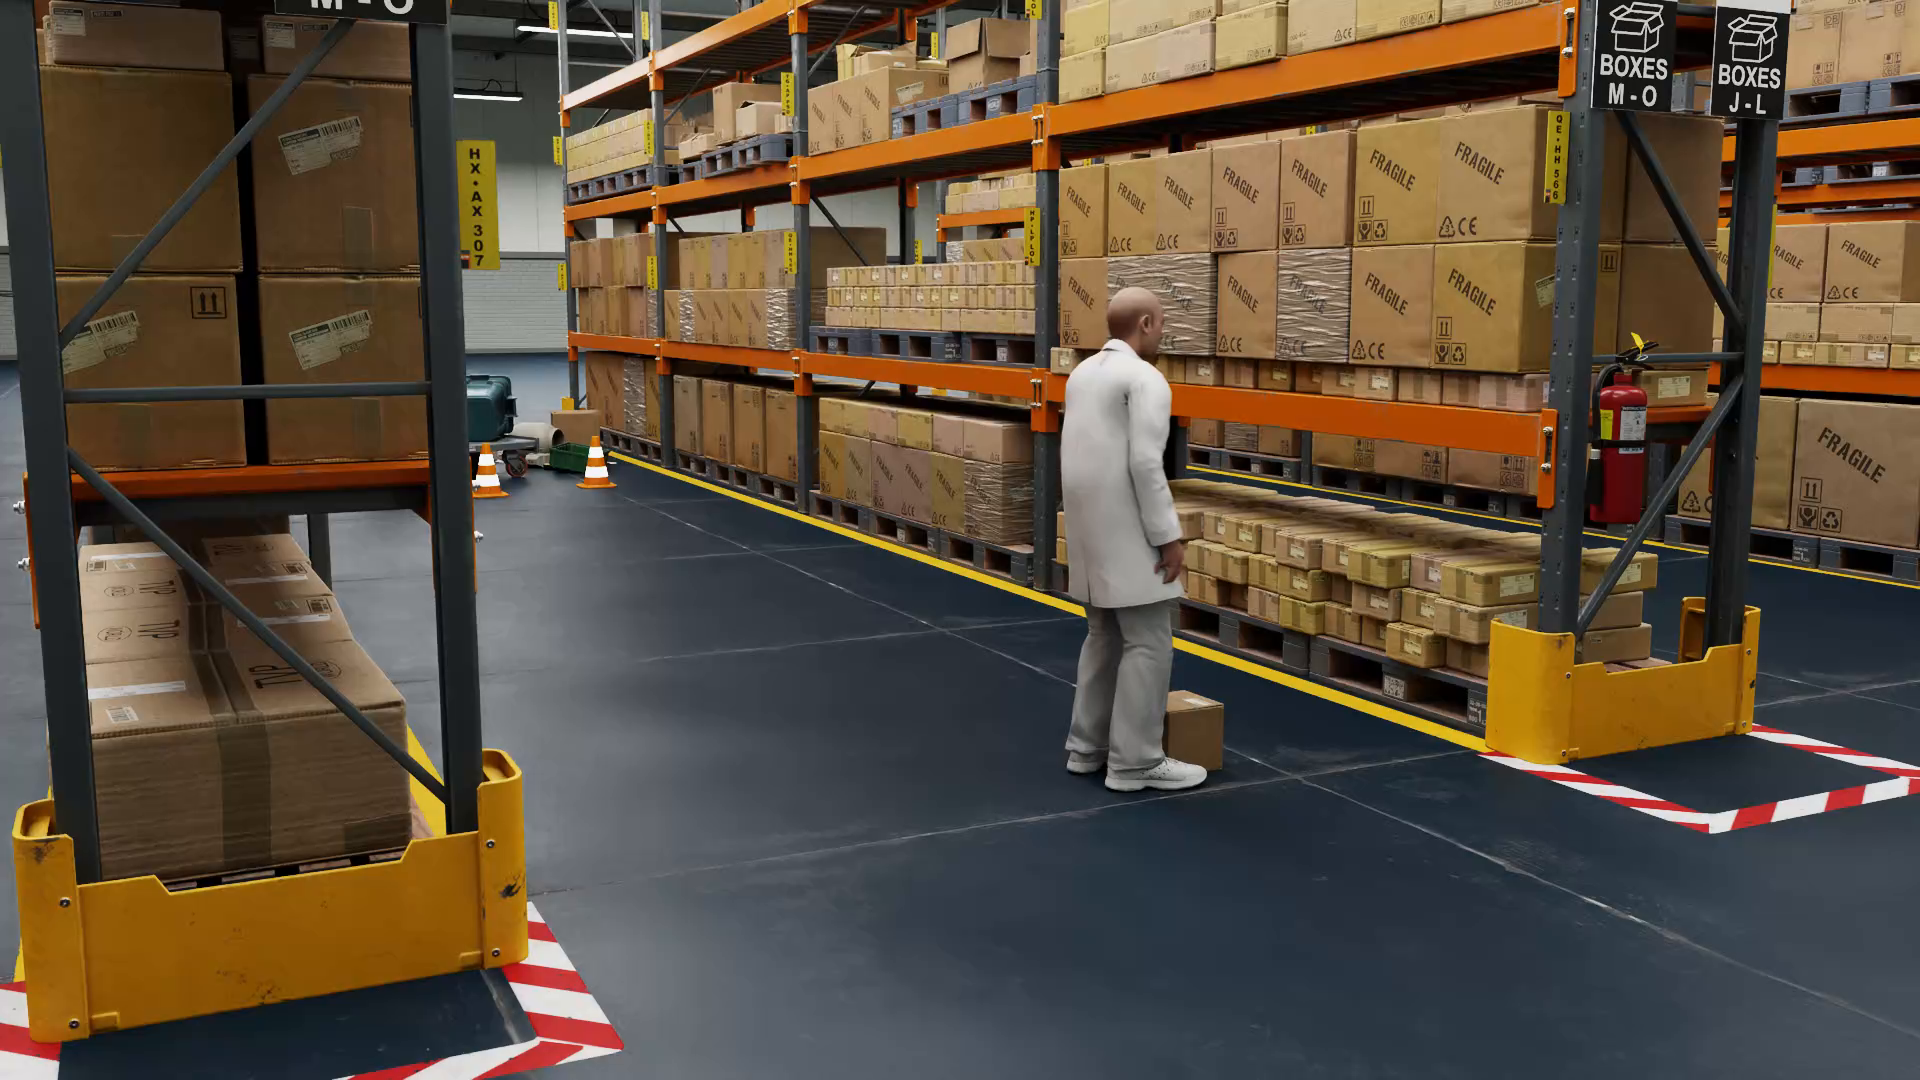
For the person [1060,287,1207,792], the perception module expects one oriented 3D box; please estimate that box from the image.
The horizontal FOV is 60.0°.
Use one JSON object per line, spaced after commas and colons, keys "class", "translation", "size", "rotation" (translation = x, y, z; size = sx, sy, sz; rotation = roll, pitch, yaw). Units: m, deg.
{"class": "person", "translation": [3.081, -1.197, 14.045], "size": [12.011, 1.774, 13.121], "rotation": [-4, 9, -26]}
